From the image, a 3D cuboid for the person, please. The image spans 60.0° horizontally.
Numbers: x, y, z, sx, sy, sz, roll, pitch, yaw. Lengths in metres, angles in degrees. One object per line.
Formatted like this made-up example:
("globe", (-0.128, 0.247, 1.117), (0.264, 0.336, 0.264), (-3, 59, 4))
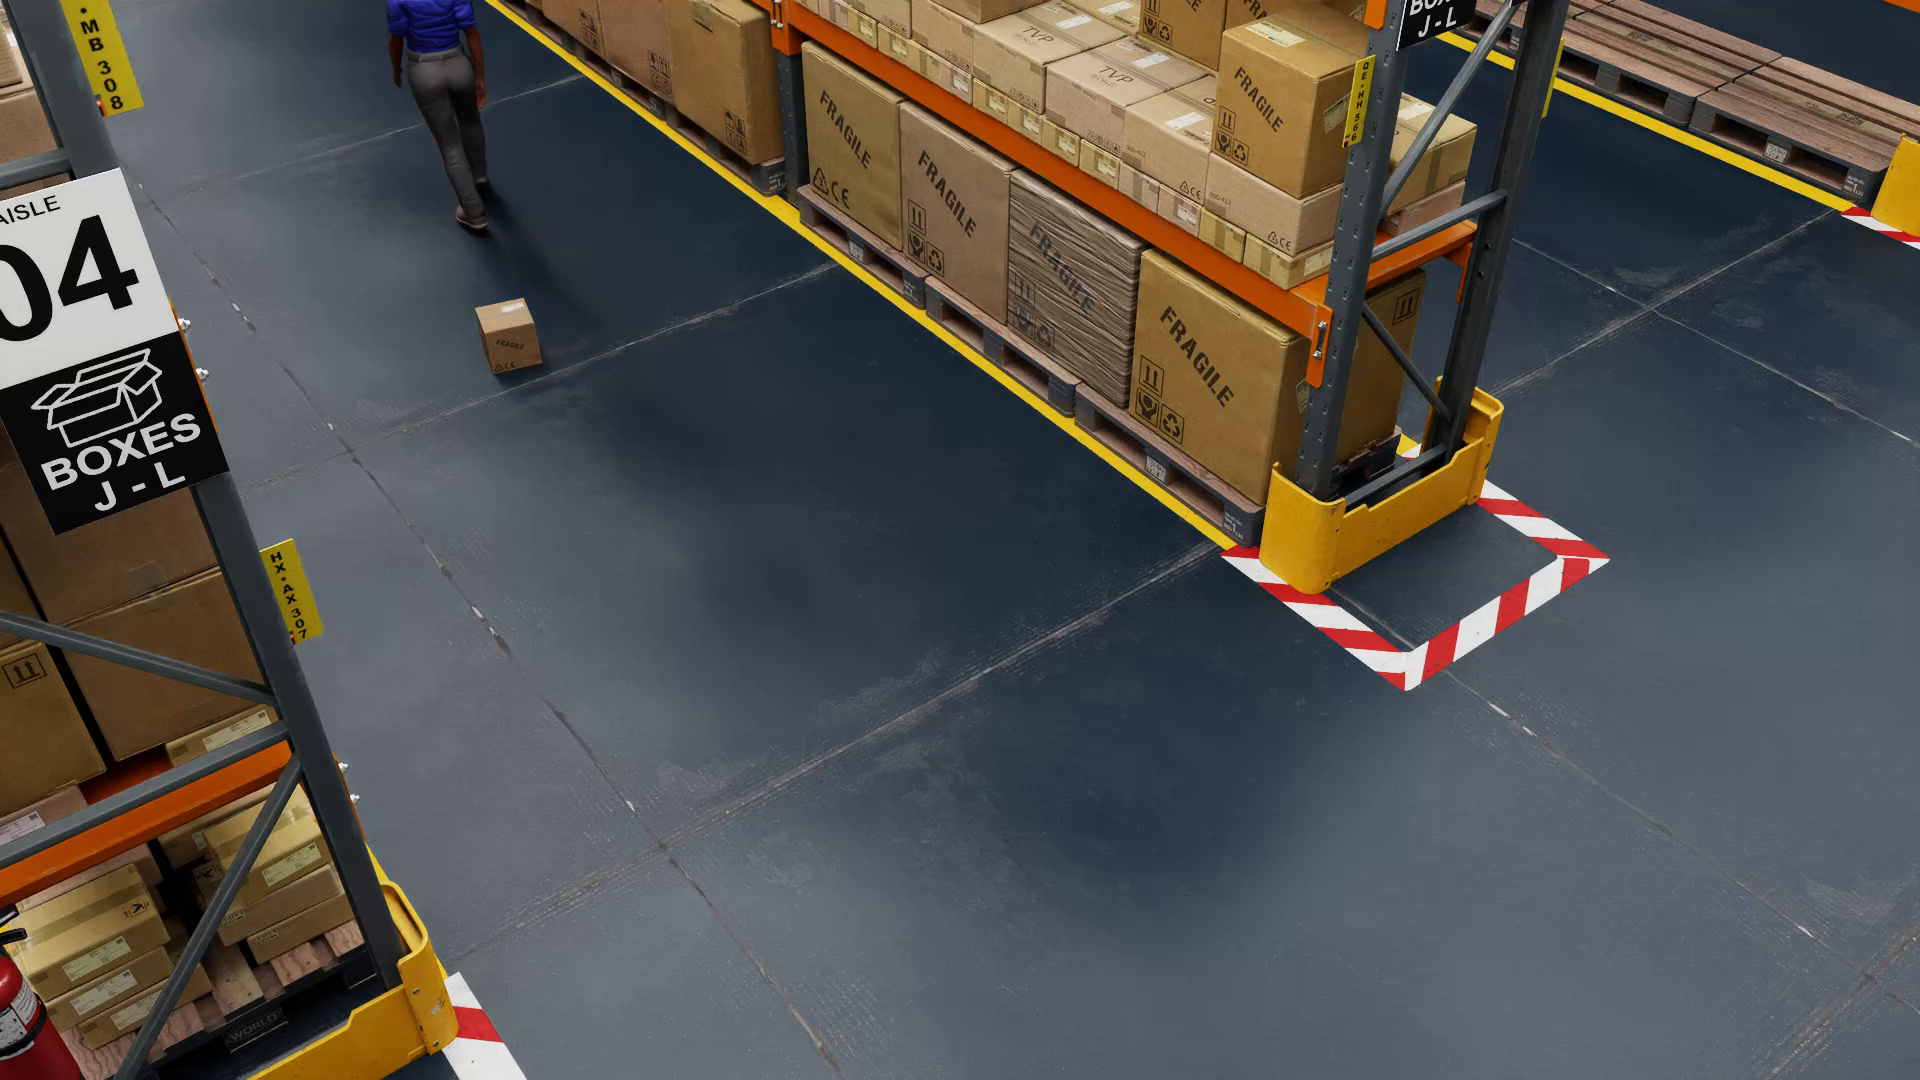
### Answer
("person", (-2.874, -2.557, 9.162), (0.463, 1.681, 0.763), (-20, 45, -22))
